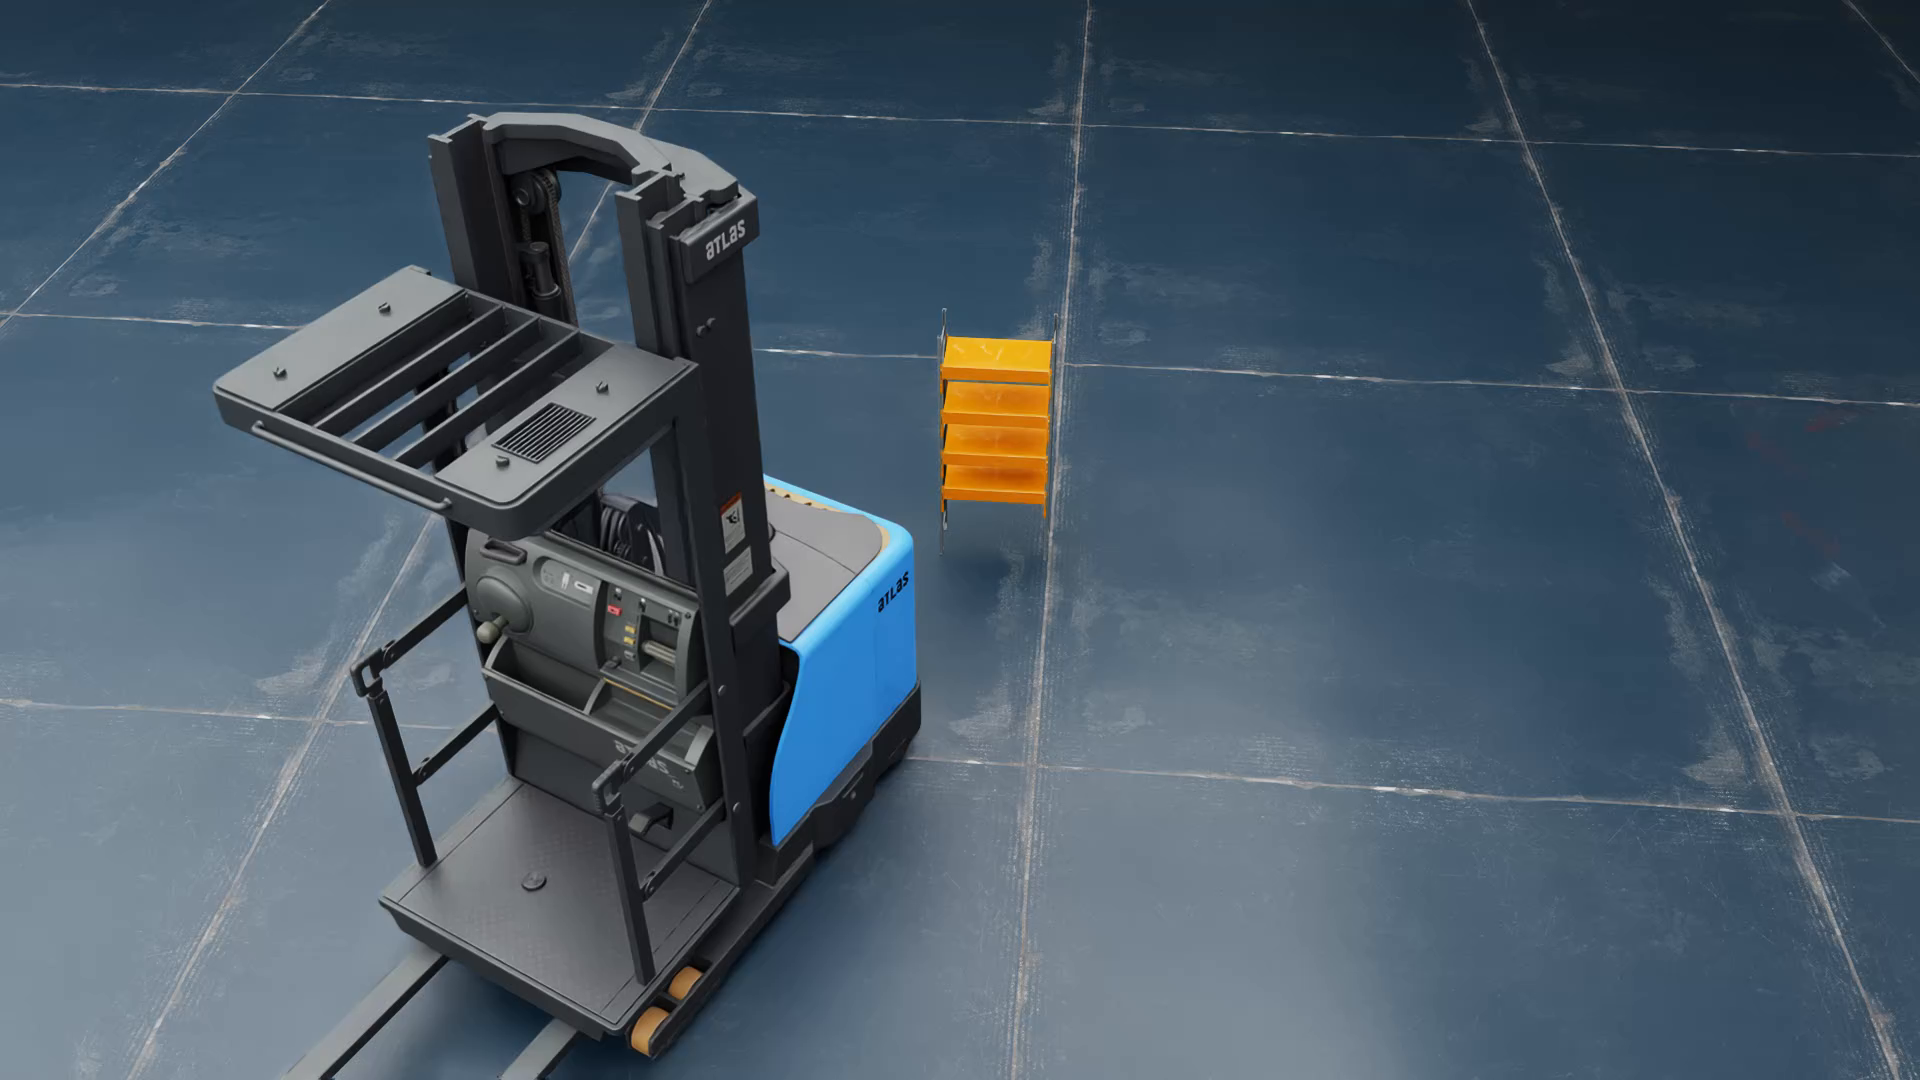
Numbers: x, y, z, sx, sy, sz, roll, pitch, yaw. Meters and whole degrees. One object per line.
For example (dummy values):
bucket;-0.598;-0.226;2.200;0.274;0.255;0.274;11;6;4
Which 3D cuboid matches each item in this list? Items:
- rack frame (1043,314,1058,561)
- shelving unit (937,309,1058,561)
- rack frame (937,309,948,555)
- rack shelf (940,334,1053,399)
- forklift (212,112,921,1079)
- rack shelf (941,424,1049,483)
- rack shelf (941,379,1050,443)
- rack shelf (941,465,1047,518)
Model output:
rack frame;0.408;-0.443;7.514;0.015;1.200;0.240;3;39;4
shelving unit;0.165;-0.456;7.531;0.503;1.200;0.258;3;39;4
rack frame;-0.078;-0.470;7.547;0.015;1.200;0.240;3;39;4
rack shelf;0.165;-0.761;7.283;0.480;0.148;0.258;3;39;4
forklift;-1.339;0.305;5.224;1.130;2.935;3.031;20;43;23
rack shelf;0.165;-0.404;7.573;0.480;0.148;0.258;3;39;4
rack shelf;0.165;-0.578;7.432;0.480;0.148;0.258;3;39;4
rack shelf;0.165;-0.250;7.698;0.480;0.148;0.258;3;39;4
